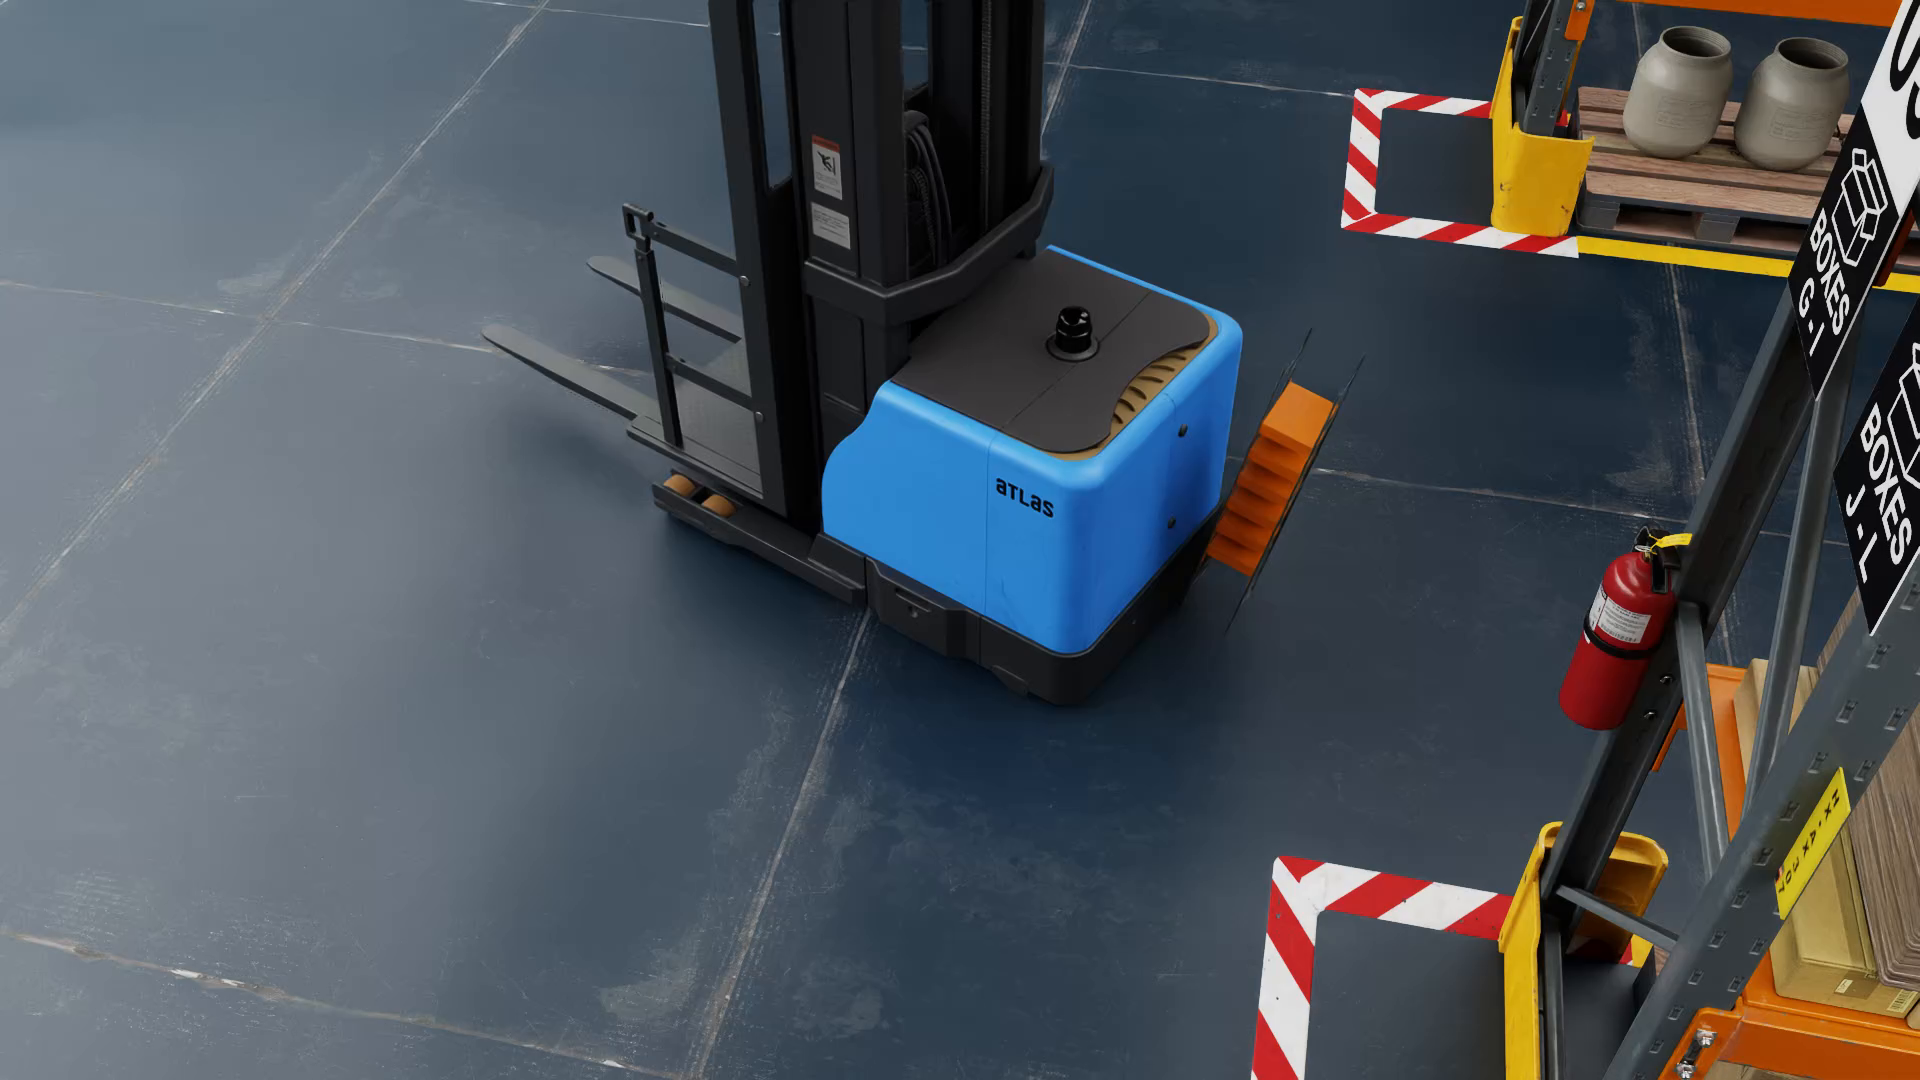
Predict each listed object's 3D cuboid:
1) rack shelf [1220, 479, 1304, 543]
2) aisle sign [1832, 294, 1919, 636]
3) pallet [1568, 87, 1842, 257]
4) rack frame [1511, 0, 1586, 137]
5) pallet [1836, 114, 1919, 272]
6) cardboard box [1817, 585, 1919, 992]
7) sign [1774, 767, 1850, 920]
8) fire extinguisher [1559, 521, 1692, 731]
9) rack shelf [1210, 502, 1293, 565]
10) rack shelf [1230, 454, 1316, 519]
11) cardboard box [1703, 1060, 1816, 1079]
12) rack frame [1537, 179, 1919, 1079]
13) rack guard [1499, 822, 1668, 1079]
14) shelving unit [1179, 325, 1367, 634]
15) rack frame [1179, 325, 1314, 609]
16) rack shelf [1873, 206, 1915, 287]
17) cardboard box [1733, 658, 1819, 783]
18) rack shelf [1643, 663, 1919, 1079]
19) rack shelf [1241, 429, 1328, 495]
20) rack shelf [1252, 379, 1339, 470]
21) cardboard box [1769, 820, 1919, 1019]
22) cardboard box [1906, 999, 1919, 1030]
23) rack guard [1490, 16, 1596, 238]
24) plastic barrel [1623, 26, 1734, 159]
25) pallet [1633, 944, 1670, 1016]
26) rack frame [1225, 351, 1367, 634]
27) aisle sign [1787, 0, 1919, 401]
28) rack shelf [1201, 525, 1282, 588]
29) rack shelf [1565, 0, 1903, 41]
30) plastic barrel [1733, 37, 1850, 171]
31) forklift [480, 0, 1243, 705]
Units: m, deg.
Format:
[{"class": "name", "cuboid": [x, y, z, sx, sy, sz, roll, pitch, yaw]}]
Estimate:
[{"class": "rack shelf", "cuboid": [1.016, -0.140, 5.582, 0.180, 0.103, 0.258, 29, 50, 12]}, {"class": "aisle sign", "cuboid": [1.480, -0.266, 2.488, 0.004, 0.787, 0.394, 9, 45, 9]}, {"class": "pallet", "cuboid": [3.564, -1.764, 7.930, 1.213, 0.211, 1.003, 9, 45, 9]}, {"class": "rack frame", "cuboid": [2.688, -2.875, 7.073, 0.127, 3.000, 1.000, 9, 45, 9]}, {"class": "pallet", "cuboid": [4.751, -1.577, 7.737, 1.213, 0.211, 1.003, 9, 45, 9]}, {"class": "cardboard box", "cuboid": [2.137, 0.436, 3.347, 0.500, 0.500, 0.875, 9, 45, 9]}, {"class": "sign", "cuboid": [1.488, 0.533, 2.909, 0.005, 0.325, 0.100, 9, 45, 9]}, {"class": "fire extinguisher", "cuboid": [1.595, 0.176, 3.960, 0.183, 0.674, 0.296, 9, 45, 9]}, {"class": "rack shelf", "cuboid": [0.996, -0.063, 5.672, 0.180, 0.103, 0.258, 29, 50, 12]}, {"class": "rack shelf", "cuboid": [1.036, -0.217, 5.492, 0.180, 0.103, 0.258, 29, 50, 12]}, {"class": "cardboard box", "cuboid": [2.212, 1.333, 4.202, 0.500, 0.500, 0.500, 17, 46, 17]}, {"class": "rack frame", "cuboid": [1.606, 0.477, 3.591, 0.127, 3.000, 1.000, 9, 45, 9]}, {"class": "rack guard", "cuboid": [1.680, 1.389, 4.446, 0.348, 0.500, 1.175, 9, 45, 9]}, {"class": "shelving unit", "cuboid": [1.023, -0.169, 5.549, 0.189, 1.200, 0.258, 29, 50, 12]}, {"class": "rack frame", "cuboid": [0.945, -0.212, 5.568, 0.006, 1.200, 0.240, 29, 50, 12]}, {"class": "rack shelf", "cuboid": [3.558, -0.041, 2.486, 4.000, 0.370, 1.077, 9, 45, 9]}, {"class": "cardboard box", "cuboid": [1.929, 0.471, 3.778, 0.250, 0.149, 0.380, 9, 45, 9]}, {"class": "rack shelf", "cuboid": [3.558, 1.039, 3.526, 4.000, 0.370, 1.077, 9, 45, 9]}, {"class": "rack shelf", "cuboid": [1.055, -0.294, 5.402, 0.180, 0.103, 0.258, 29, 50, 12]}, {"class": "rack shelf", "cuboid": [1.075, -0.371, 5.312, 0.180, 0.103, 0.258, 29, 50, 12]}, {"class": "cardboard box", "cuboid": [1.832, 0.772, 3.466, 0.250, 0.149, 0.380, 9, 45, 9]}, {"class": "cardboard box", "cuboid": [2.072, 0.823, 3.413, 0.250, 0.149, 0.380, 9, 45, 9]}, {"class": "rack guard", "cuboid": [2.772, -1.994, 7.961, 0.348, 0.500, 1.175, 9, 45, 9]}, {"class": "plastic barrel", "cuboid": [3.347, -2.082, 7.741, 0.421, 0.512, 0.421, 0, 44, 0]}, {"class": "pallet", "cuboid": [2.465, 1.640, 4.393, 1.213, 0.211, 1.003, 9, 45, 9]}, {"class": "rack frame", "cuboid": [1.101, -0.125, 5.529, 0.006, 1.200, 0.240, 29, 50, 12]}, {"class": "aisle sign", "cuboid": [1.611, -0.672, 2.910, 0.004, 0.787, 0.394, 9, 45, 9]}, {"class": "rack shelf", "cuboid": [0.976, 0.014, 5.761, 0.180, 0.103, 0.258, 29, 50, 12]}, {"class": "rack shelf", "cuboid": [4.639, -2.313, 7.008, 4.000, 0.370, 1.077, 9, 45, 9]}, {"class": "plastic barrel", "cuboid": [3.836, -2.006, 7.662, 0.421, 0.512, 0.421, 0, 44, 0]}, {"class": "forklift", "cuboid": [-0.547, -1.329, 5.518, 3.031, 2.935, 1.130, 26, 50, 25]}]
